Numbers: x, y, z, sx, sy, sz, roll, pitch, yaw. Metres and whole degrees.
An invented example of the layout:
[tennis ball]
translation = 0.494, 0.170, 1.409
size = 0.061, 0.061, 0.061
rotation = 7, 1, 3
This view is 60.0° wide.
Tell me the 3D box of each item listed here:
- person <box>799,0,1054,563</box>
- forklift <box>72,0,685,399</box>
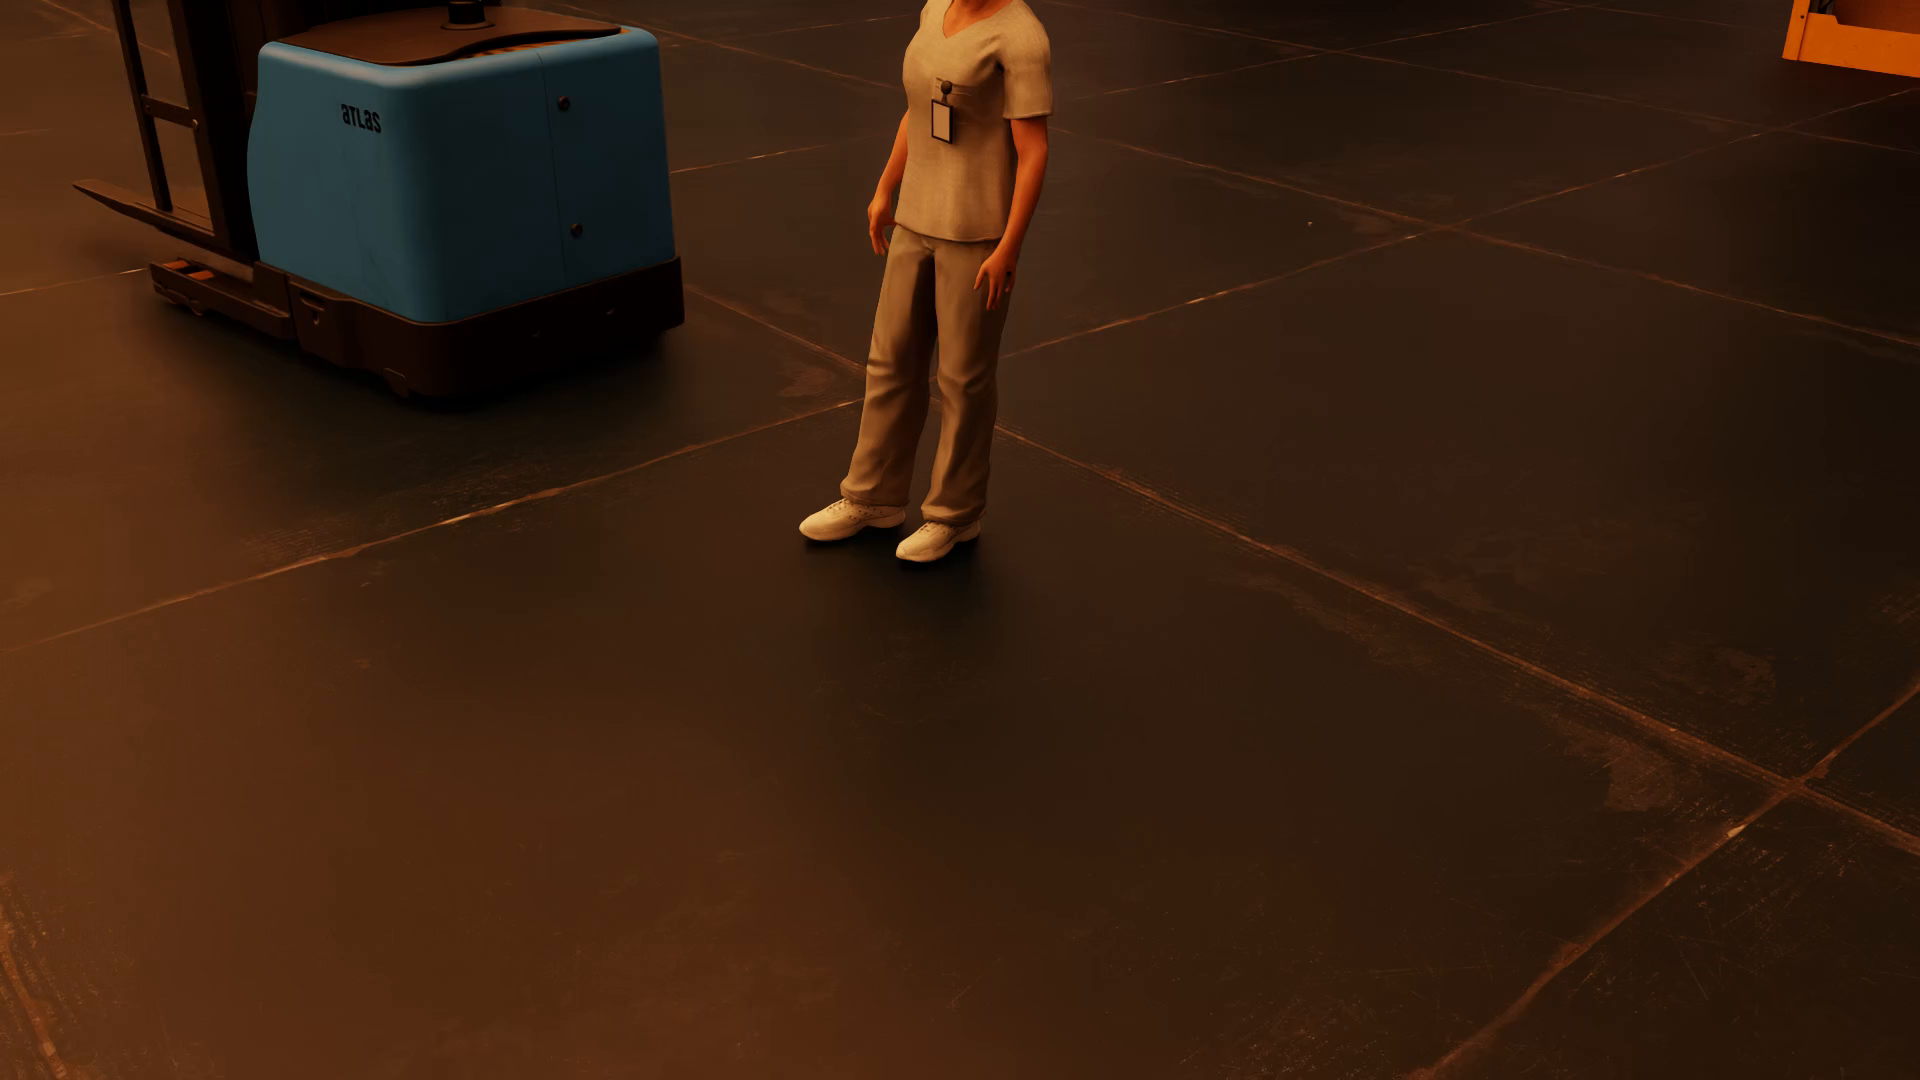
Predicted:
[person]
translation = -0.066, -0.736, 4.095
size = 0.548, 1.663, 0.549
rotation = -20, 33, -35
[forklift]
translation = -2.416, -2.300, 5.839
size = 3.031, 2.935, 1.130
rotation = 21, 33, 36
